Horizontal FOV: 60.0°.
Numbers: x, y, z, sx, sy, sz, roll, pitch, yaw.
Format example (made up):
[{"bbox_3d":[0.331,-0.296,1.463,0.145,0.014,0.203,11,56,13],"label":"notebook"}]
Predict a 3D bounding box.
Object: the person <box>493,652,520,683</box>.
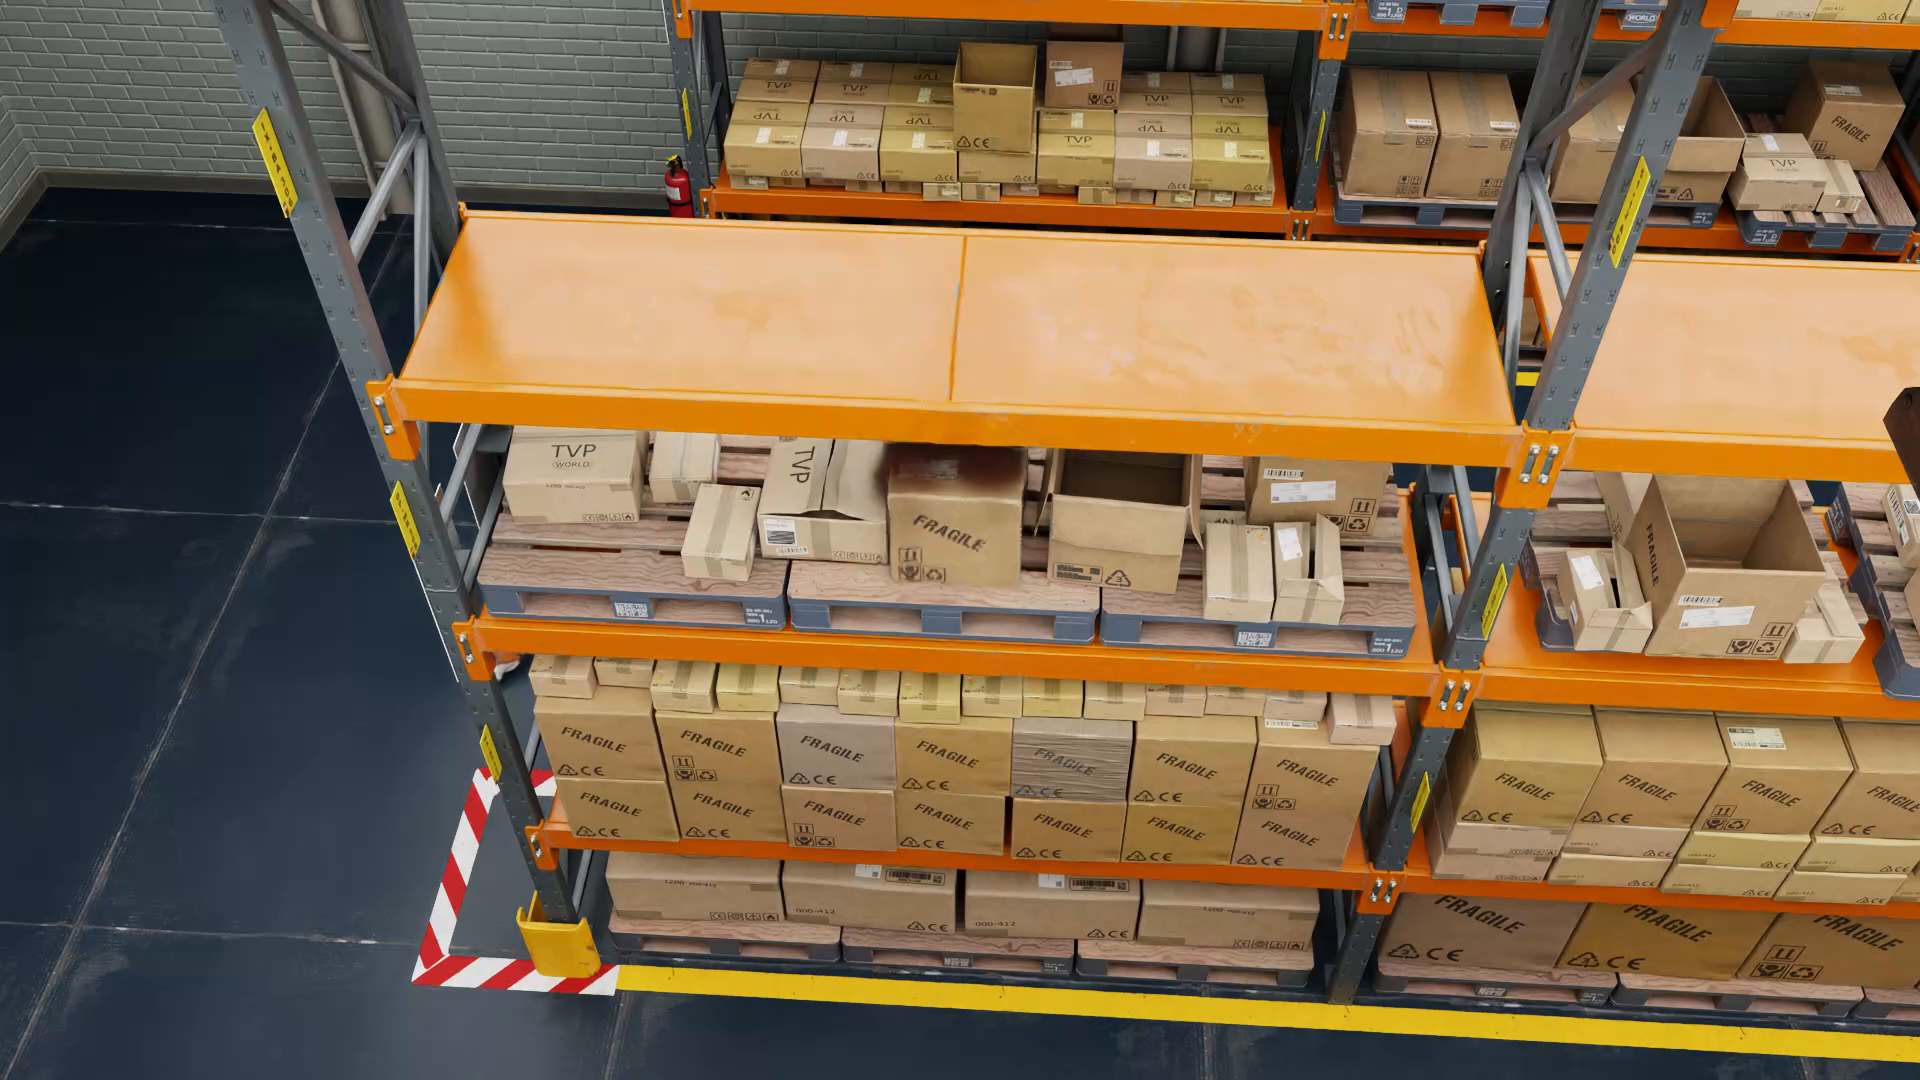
[{"bbox_3d":[-2.471,0.092,9.530,0.620,1.591,1.039,23,52,19],"label":"person"}]
